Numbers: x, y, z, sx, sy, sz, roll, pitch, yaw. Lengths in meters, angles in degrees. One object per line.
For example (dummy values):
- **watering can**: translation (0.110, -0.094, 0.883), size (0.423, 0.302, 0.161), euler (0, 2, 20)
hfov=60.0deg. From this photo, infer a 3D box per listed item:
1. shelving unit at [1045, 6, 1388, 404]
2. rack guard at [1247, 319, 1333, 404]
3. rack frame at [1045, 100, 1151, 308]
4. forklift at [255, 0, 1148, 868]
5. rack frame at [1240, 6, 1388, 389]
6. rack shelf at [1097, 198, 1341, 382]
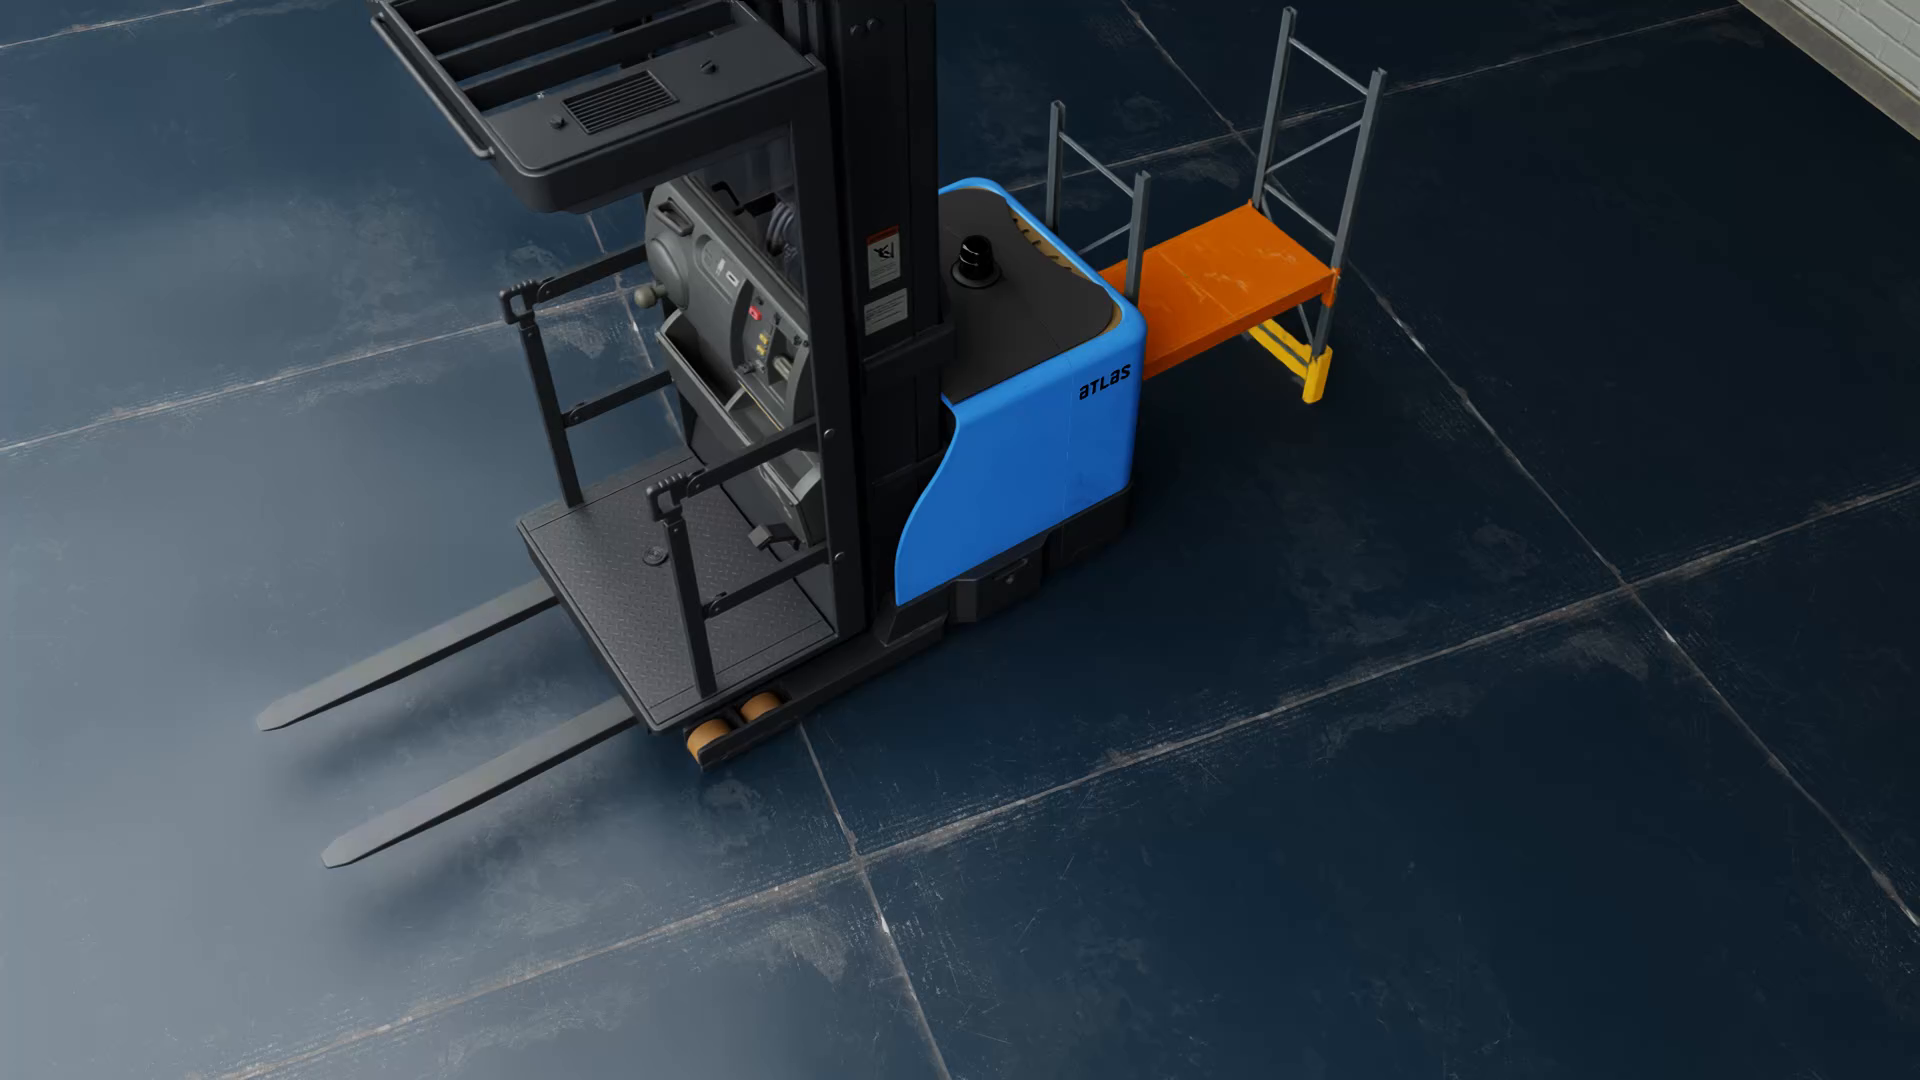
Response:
- **shelving unit**: translation (0.868, -1.024, 6.141), size (1.083, 1.500, 0.587), euler (-27, 55, -21)
- **rack guard**: translation (1.281, -0.828, 6.796), size (0.087, 0.250, 0.587), euler (-27, 55, -21)
- **rack frame**: translation (0.454, -0.812, 5.959), size (0.032, 1.500, 0.500), euler (-27, 55, -21)
- **forklift**: translation (-0.871, -0.656, 4.881), size (3.031, 2.935, 1.130), euler (-27, 55, -21)
- **rack frame**: translation (1.297, -1.243, 6.329), size (0.032, 1.500, 0.500), euler (-27, 55, -21)
- **rack shelf**: translation (0.876, -0.910, 6.280), size (1.000, 0.185, 0.538), euler (-27, 55, -21)
